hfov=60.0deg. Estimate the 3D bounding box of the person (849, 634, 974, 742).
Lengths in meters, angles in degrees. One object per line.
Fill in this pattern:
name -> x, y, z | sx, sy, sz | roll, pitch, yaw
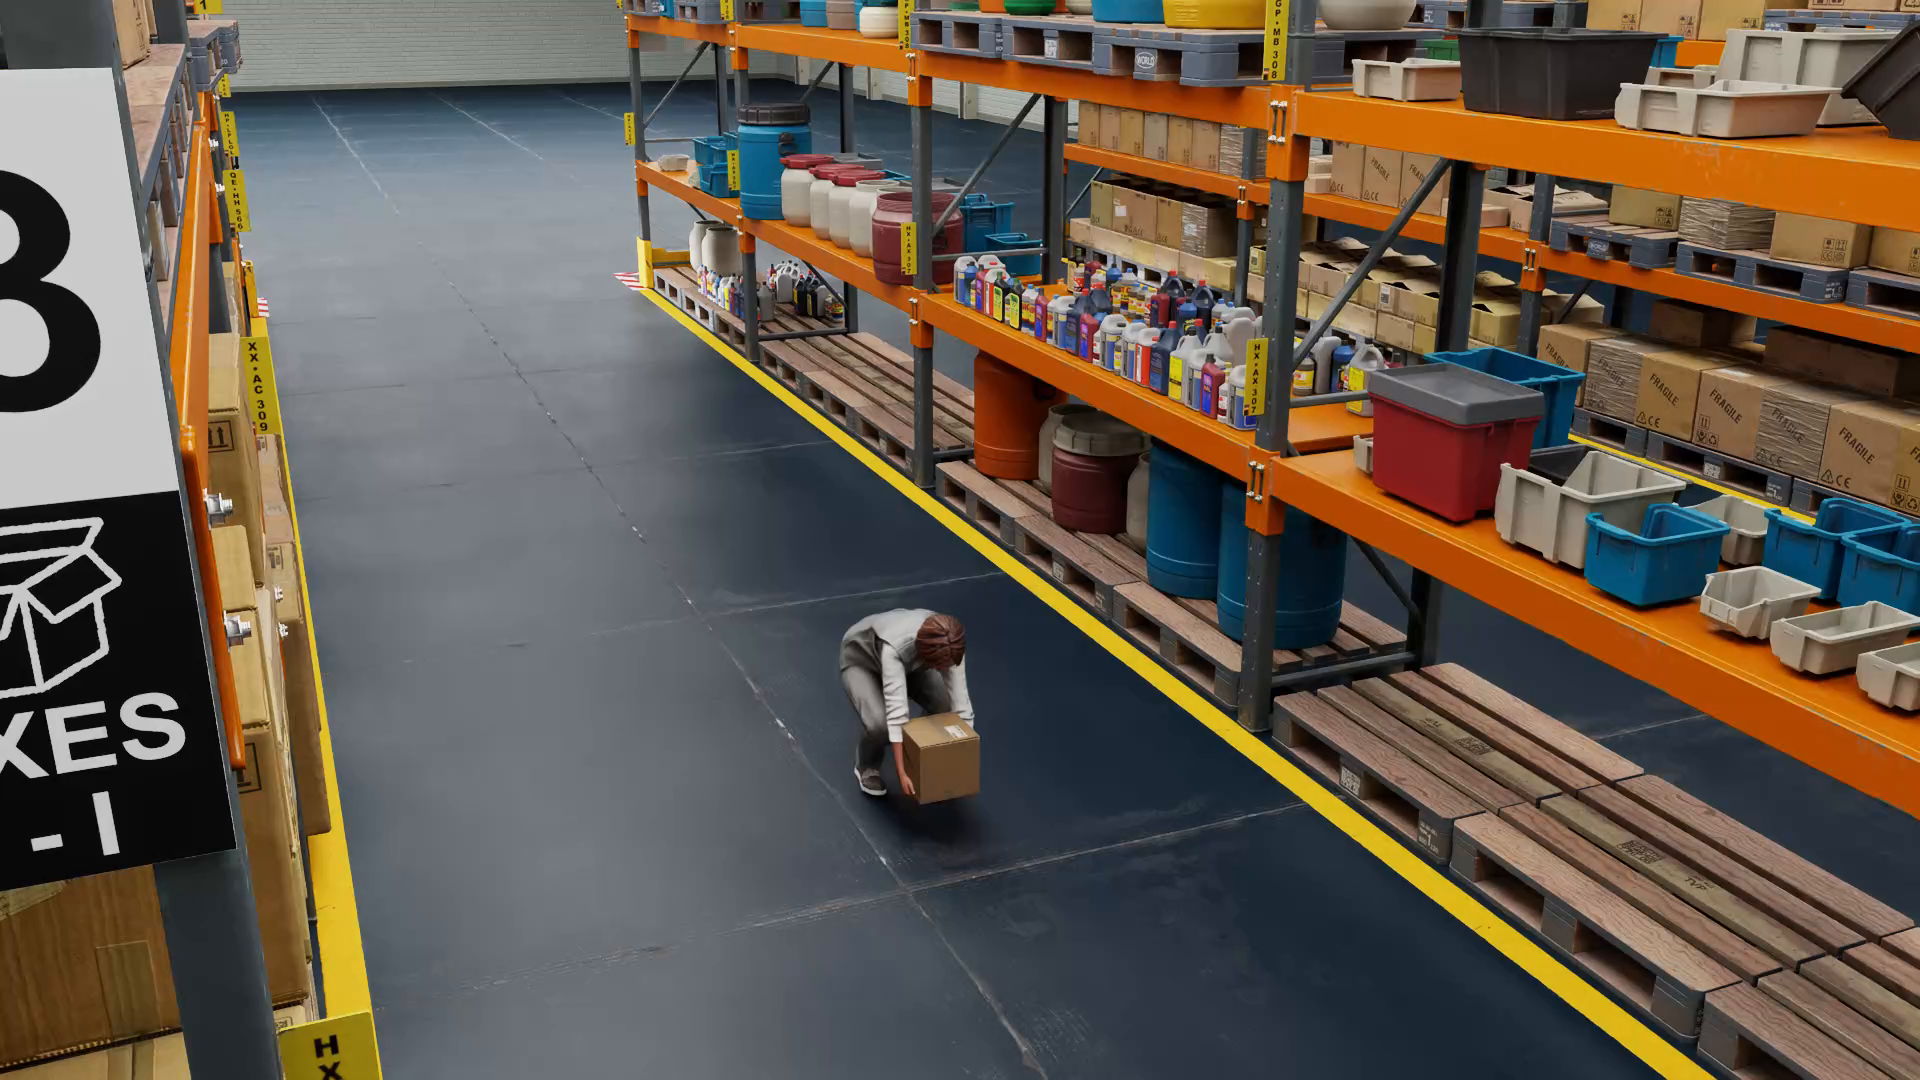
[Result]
person -> -0.233, 0.496, 6.812 | 0.380, 0.483, 0.706 | -9, 21, -23
